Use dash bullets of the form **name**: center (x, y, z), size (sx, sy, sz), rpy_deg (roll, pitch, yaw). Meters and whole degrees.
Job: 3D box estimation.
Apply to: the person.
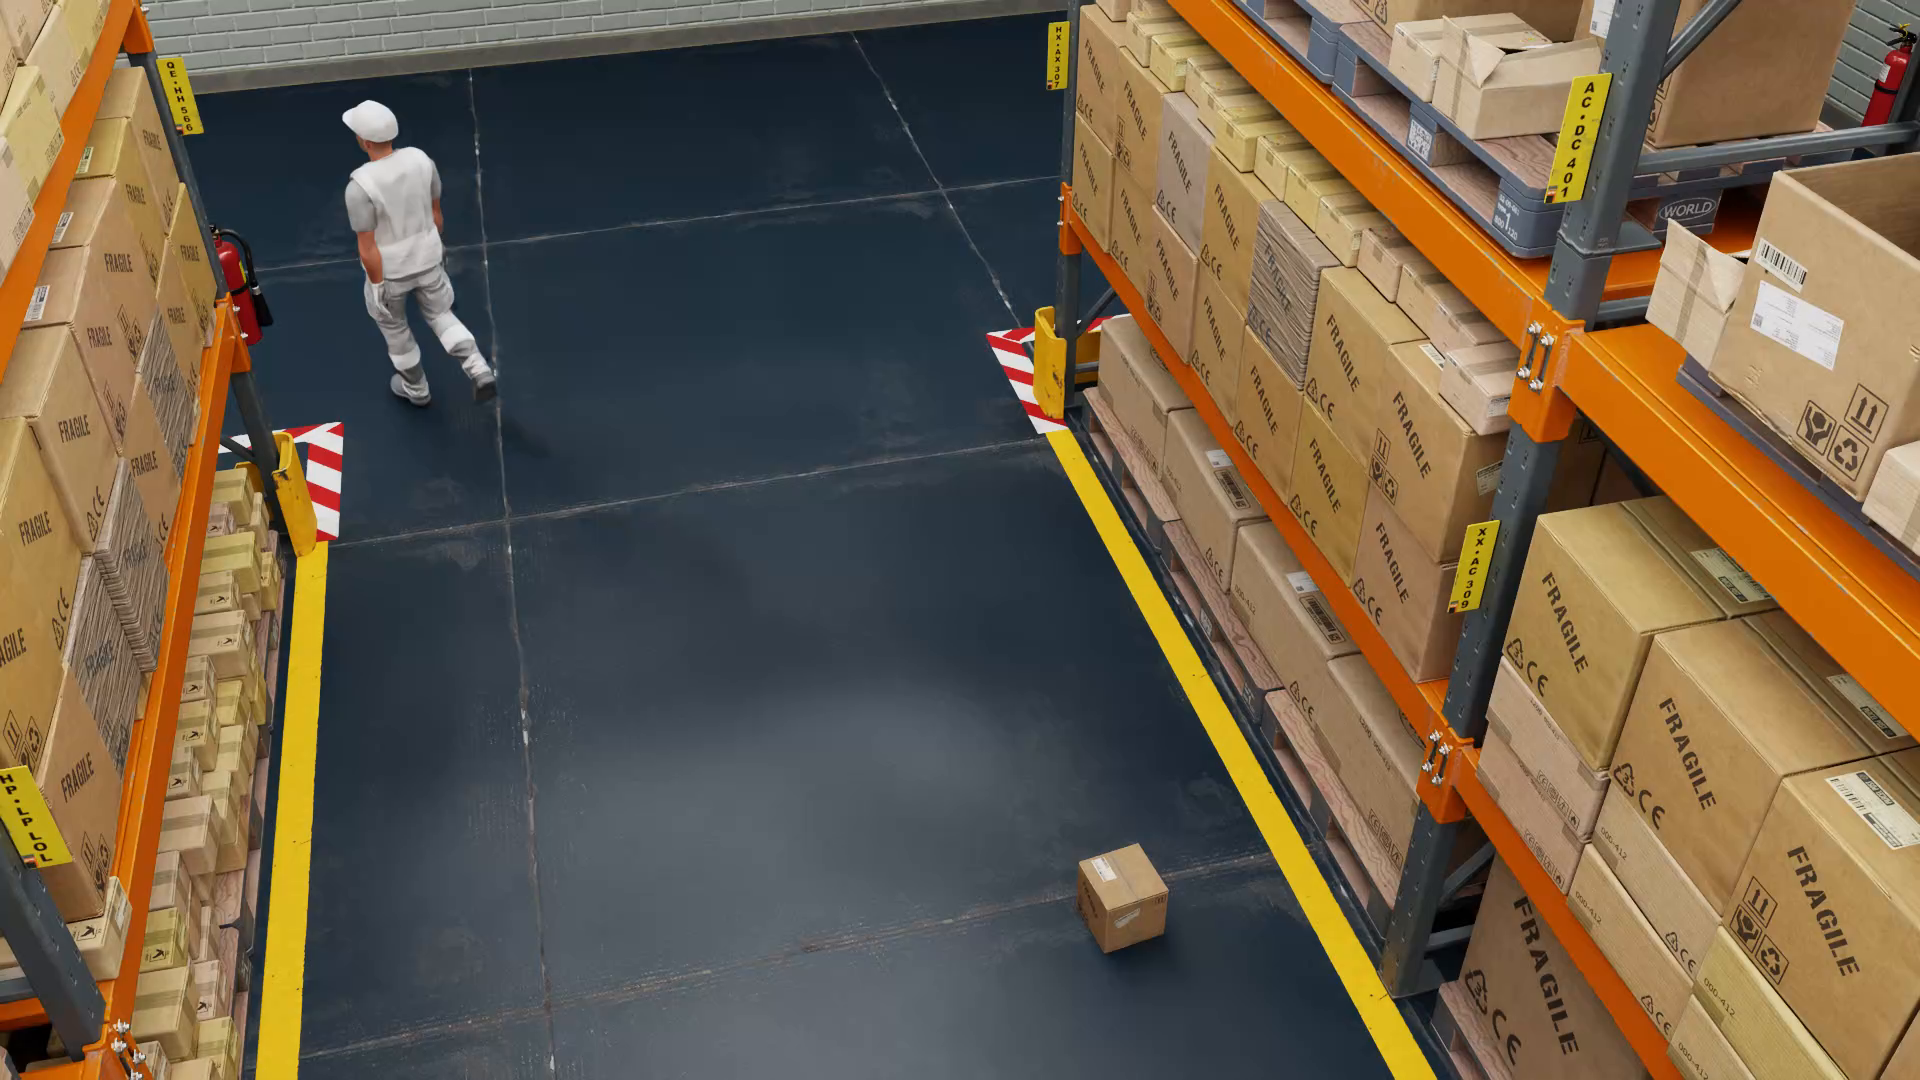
- **person**: center (-2.818, -1.407, 8.490), size (0.785, 1.765, 0.538), rpy_deg (31, 47, 33)
